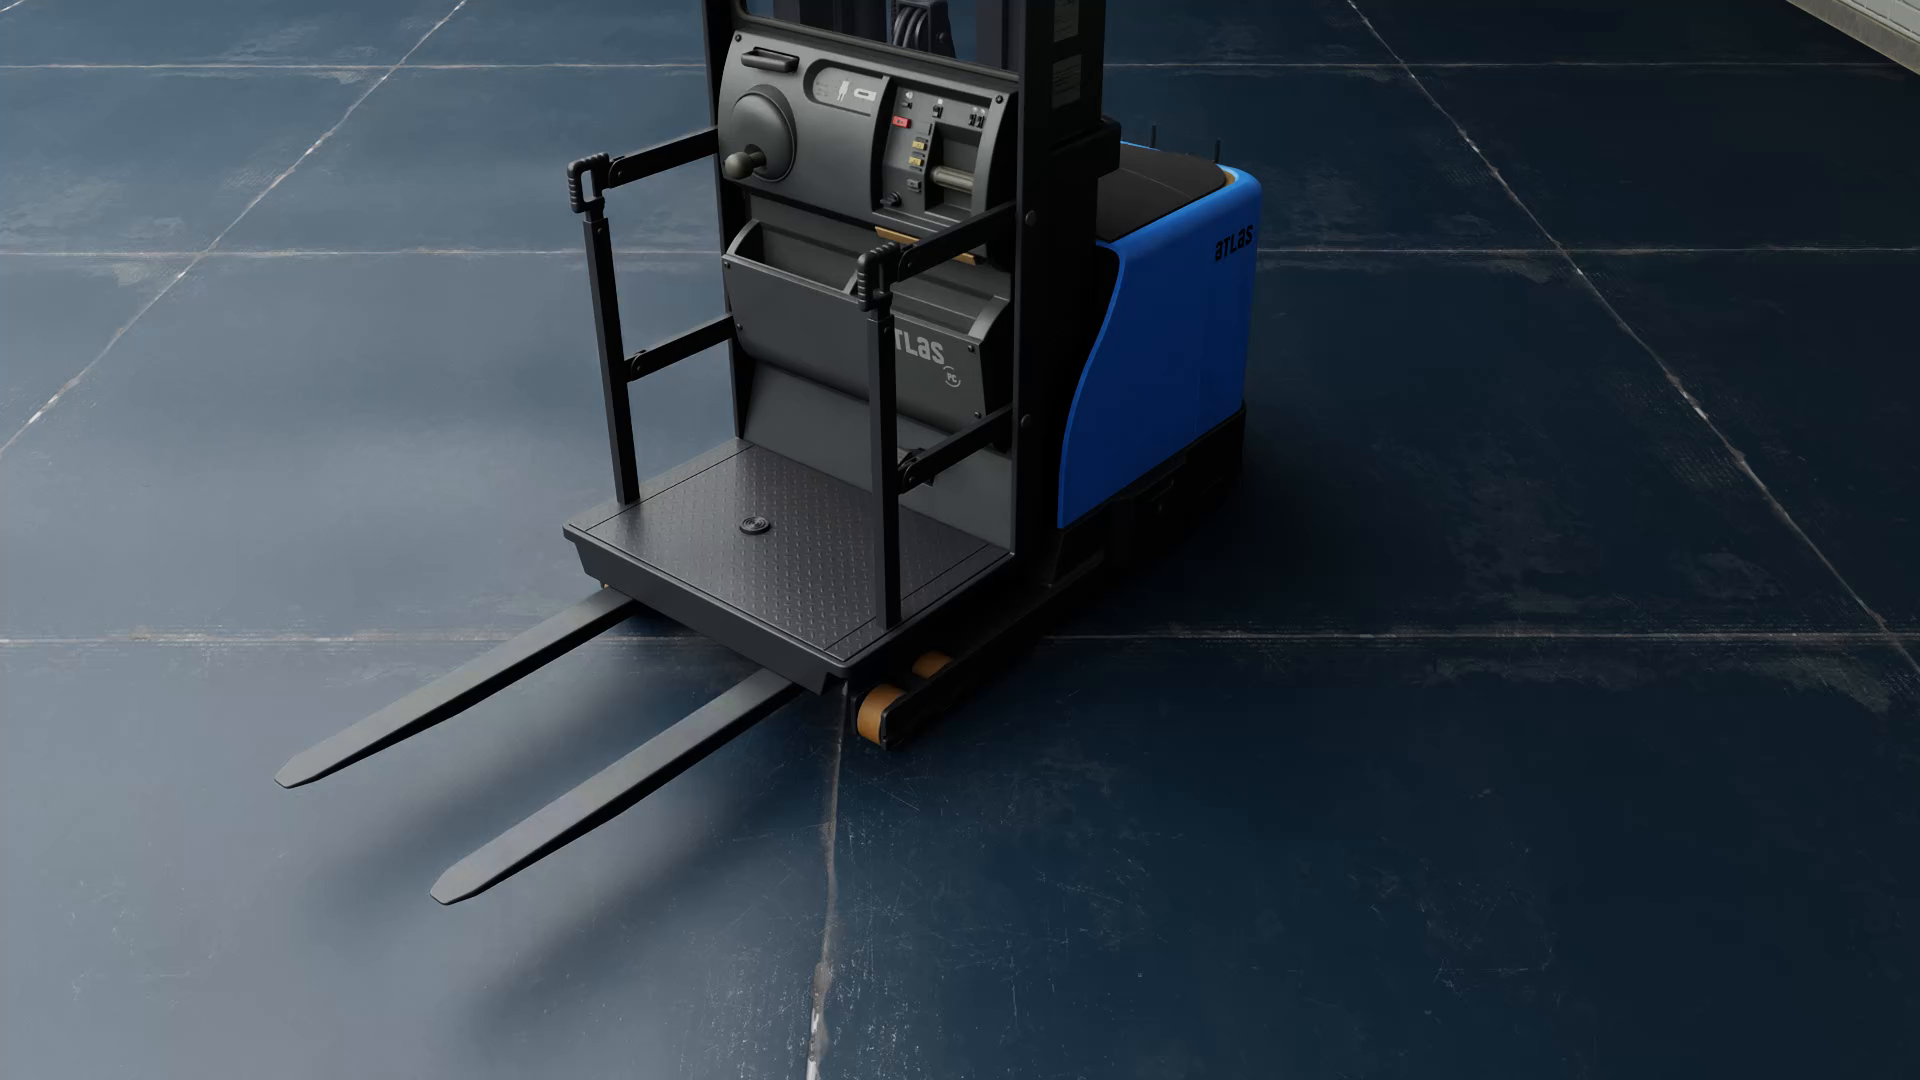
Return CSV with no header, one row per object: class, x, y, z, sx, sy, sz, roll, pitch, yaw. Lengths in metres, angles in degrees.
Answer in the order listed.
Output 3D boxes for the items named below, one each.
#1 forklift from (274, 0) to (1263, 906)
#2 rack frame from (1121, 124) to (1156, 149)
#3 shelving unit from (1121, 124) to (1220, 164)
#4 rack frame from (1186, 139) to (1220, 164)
forklift,-0.396,-1.003,4.077,1.130,2.935,3.031,23,38,33
rack frame,0.582,-0.881,5.690,0.008,1.050,0.200,22,38,32
shelving unit,0.678,-0.842,5.625,0.252,1.050,0.215,22,38,32
rack frame,0.773,-0.802,5.560,0.008,1.050,0.200,22,38,32
